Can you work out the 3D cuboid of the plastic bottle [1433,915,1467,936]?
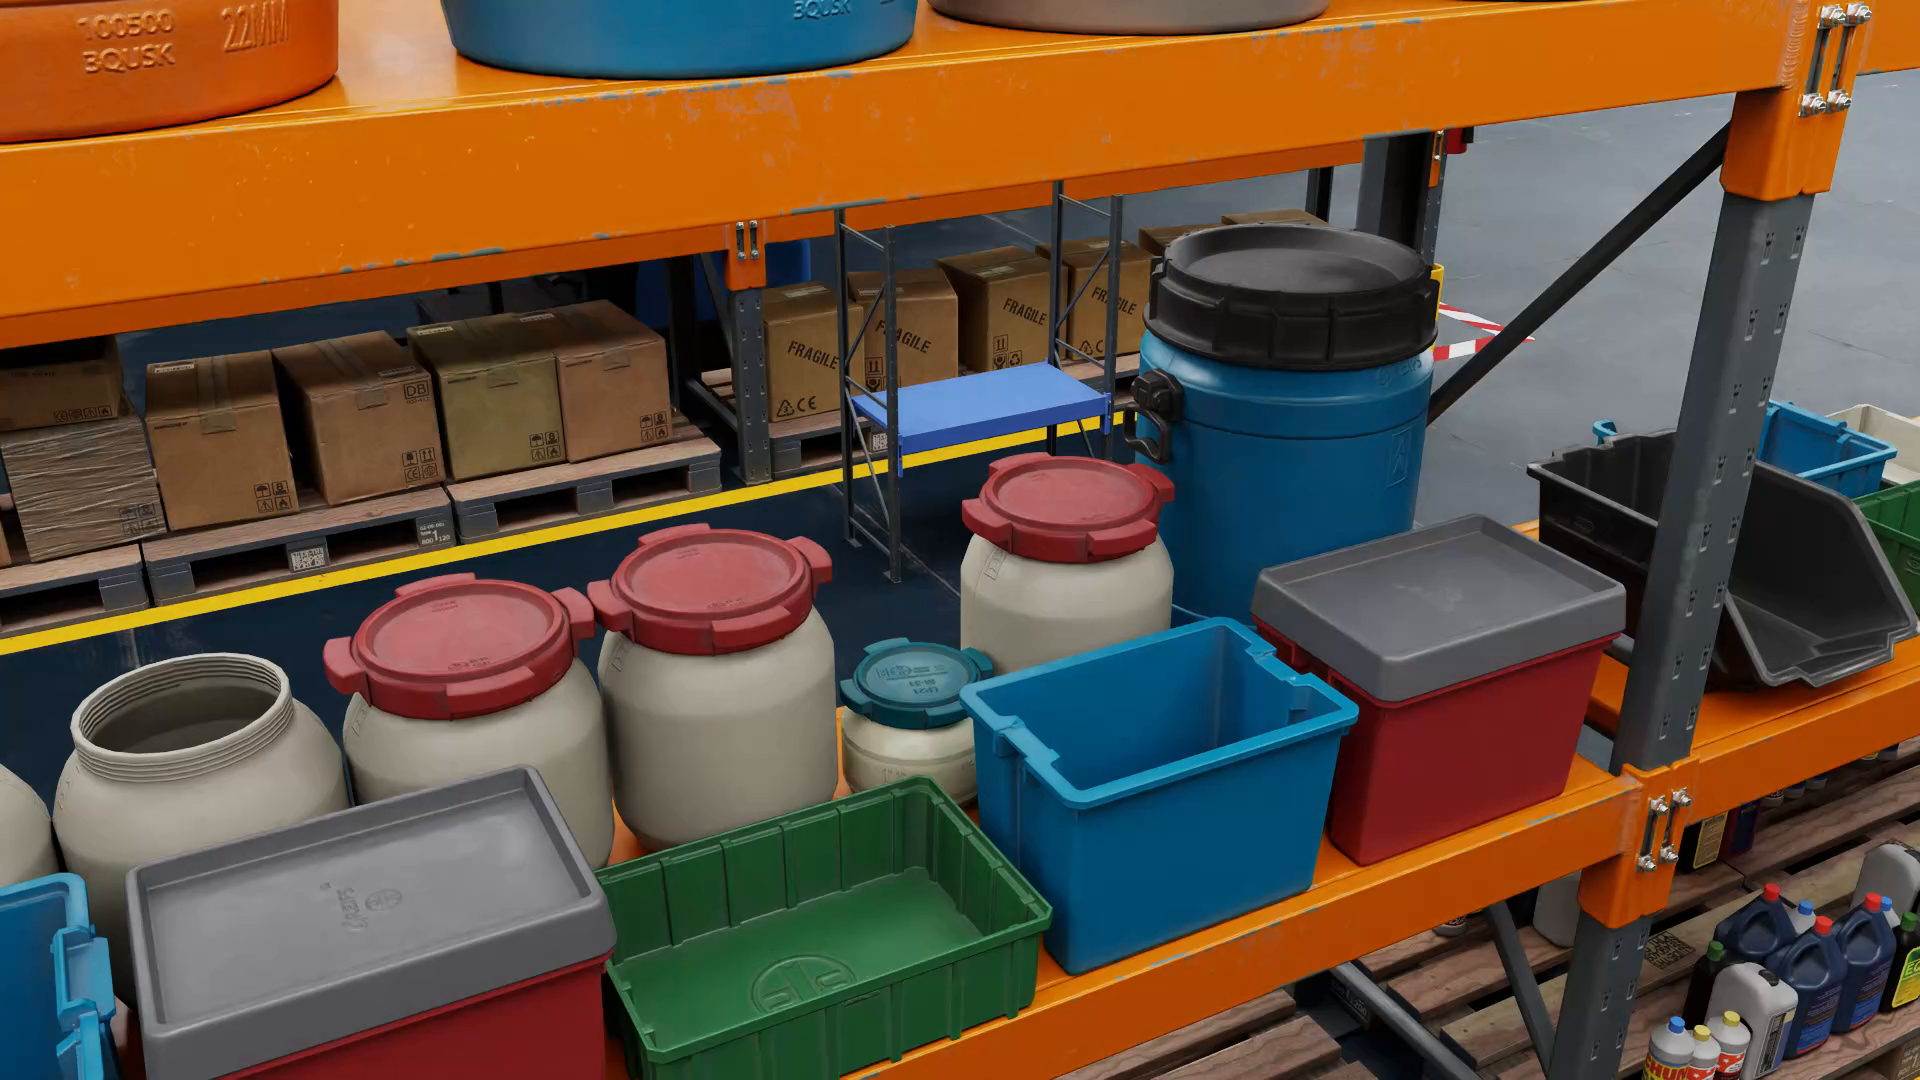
[{"bbox_3d":[1.333,0.962,4.505,0.097,0.201,0.097,0,26,0],"label":"plastic bottle"}]

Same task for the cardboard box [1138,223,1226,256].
[{"bbox_3d":[1.288,-1.421,9.147,0.500,0.500,0.500,-6,26,-12],"label":"cardboard box"}]

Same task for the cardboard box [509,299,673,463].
[{"bbox_3d":[-1.723,-0.754,7.735,0.500,0.500,0.700,-15,30,-29],"label":"cardboard box"}]

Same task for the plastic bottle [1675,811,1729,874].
[{"bbox_3d":[2.117,0.806,4.736,0.133,0.283,0.061,-13,29,-25],"label":"plastic bottle"}]

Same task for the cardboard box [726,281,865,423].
[{"bbox_3d":[-0.800,-0.928,8.121,0.500,0.500,0.500,-14,29,-27],"label":"cardboard box"}]

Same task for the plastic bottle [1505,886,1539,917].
[{"bbox_3d":[1.592,0.847,4.573,0.185,0.351,0.144,-14,29,-26],"label":"plastic bottle"}]

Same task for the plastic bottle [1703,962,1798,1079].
[{"bbox_3d":[1.919,1.148,4.032,0.135,0.276,0.152,-12,28,-23],"label":"plastic bottle"}]

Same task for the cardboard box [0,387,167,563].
[{"bbox_3d":[-3.636,-0.318,6.827,0.500,0.500,0.700,-16,30,-29],"label":"cardboard box"}]

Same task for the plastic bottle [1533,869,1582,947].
[{"bbox_3d":[1.660,0.902,4.459,0.185,0.351,0.144,-13,29,-25],"label":"plastic bottle"}]

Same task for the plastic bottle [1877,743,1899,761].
[{"bbox_3d":[2.942,0.559,5.264,0.097,0.271,0.097,0,26,0],"label":"plastic bottle"}]

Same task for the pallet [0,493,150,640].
[{"bbox_3d":[-4.011,0.114,6.770,1.213,0.211,1.003,-13,29,-25],"label":"pallet"}]

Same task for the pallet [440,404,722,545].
[{"bbox_3d":[-1.858,-0.383,7.805,1.213,0.211,1.003,-13,29,-25],"label":"pallet"}]

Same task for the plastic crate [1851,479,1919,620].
[{"bbox_3d":[2.490,0.019,3.990,0.662,0.188,0.450,-13,29,-25],"label":"plastic crate"}]

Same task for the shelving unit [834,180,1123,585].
[{"bbox_3d":[0.075,-0.693,6.962,1.048,1.500,0.538,-13,29,-25],"label":"shelving unit"}]

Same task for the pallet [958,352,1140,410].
[{"bbox_3d":[0.482,-0.943,8.970,1.213,0.211,1.003,-13,29,-25],"label":"pallet"}]

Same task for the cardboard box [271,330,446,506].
[{"bbox_3d":[-2.646,-0.550,7.310,0.500,0.500,0.700,-16,30,-29],"label":"cardboard box"}]

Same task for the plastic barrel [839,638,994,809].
[{"bbox_3d":[-0.081,0.365,3.183,0.301,0.262,0.301,0,26,0],"label":"plastic barrel"}]

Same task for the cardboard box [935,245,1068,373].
[{"bbox_3d":[0.213,-1.204,8.695,0.500,0.500,0.500,-16,30,-30],"label":"cardboard box"}]

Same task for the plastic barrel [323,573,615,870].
[{"bbox_3d":[-0.817,0.379,2.837,0.433,0.535,0.433,0,26,0],"label":"plastic barrel"}]

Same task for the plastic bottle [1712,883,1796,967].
[{"bbox_3d":[1.999,1.027,4.198,0.185,0.351,0.144,-13,29,-25],"label":"plastic bottle"}]

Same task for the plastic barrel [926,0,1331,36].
[{"bbox_3d":[0.236,-1.167,2.169,0.600,0.901,0.600,0,26,0],"label":"plastic barrel"}]

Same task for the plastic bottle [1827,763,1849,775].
[{"bbox_3d":[2.734,0.593,5.180,0.133,0.283,0.061,-12,28,-24],"label":"plastic bottle"}]

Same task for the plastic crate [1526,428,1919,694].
[{"bbox_3d":[1.681,0.062,3.727,0.504,0.338,0.767,-13,29,-25],"label":"plastic crate"}]

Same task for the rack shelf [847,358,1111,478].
[{"bbox_3d":[0.075,-0.531,7.039,1.000,0.185,0.538,-13,29,-25],"label":"rack shelf"}]

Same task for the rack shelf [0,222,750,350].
[{"bbox_3d":[-2.936,-1.068,6.840,4.000,0.370,1.077,-13,29,-25],"label":"rack shelf"}]

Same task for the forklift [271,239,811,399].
[{"bbox_3d":[-2.356,-2.244,8.537,3.031,2.935,1.130,-14,29,-26],"label":"forklift"}]

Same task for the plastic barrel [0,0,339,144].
[{"bbox_3d":[-0.966,-0.857,1.607,0.708,0.830,0.600,-13,29,-25],"label":"plastic barrel"}]

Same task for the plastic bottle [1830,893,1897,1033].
[{"bbox_3d":[2.233,1.043,4.163,0.185,0.351,0.144,-14,29,-27],"label":"plastic bottle"}]

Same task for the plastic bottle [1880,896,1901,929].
[{"bbox_3d":[2.346,1.035,4.273,0.097,0.271,0.097,0,26,0],"label":"plastic bottle"}]

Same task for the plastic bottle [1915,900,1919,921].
[{"bbox_3d":[2.608,0.957,4.344,0.185,0.351,0.144,-13,29,-25],"label":"plastic bottle"}]

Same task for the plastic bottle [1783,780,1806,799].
[{"bbox_3d":[2.552,0.649,5.076,0.097,0.271,0.097,0,26,0],"label":"plastic bottle"}]

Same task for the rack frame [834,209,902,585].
[{"bbox_3d":[-0.373,-0.590,6.746,0.032,1.500,0.500,-13,29,-25],"label":"rack frame"}]

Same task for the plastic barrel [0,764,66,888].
[{"bbox_3d":[-1.563,0.565,2.478,0.421,0.512,0.421,0,26,0],"label":"plastic barrel"}]

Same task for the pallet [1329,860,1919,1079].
[{"bbox_3d":[1.772,1.228,4.448,1.213,0.211,1.003,-13,29,-25],"label":"pallet"}]

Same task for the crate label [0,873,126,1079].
[{"bbox_3d":[-1.366,0.792,2.095,0.616,0.435,0.502,-13,29,-25],"label":"crate label"}]

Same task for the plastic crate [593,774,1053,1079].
[{"bbox_3d":[-0.245,0.650,2.675,0.662,0.188,0.450,-13,29,-25],"label":"plastic crate"}]

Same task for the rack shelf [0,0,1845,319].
[{"bbox_3d":[-0.605,-0.529,2.251,4.000,0.370,1.077,-13,29,-25],"label":"rack shelf"}]

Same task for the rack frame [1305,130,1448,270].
[{"bbox_3d":[2.358,-2.614,9.229,0.127,3.000,1.000,-13,29,-25],"label":"rack frame"}]

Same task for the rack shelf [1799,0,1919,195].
[{"bbox_3d":[2.924,-1.343,3.948,4.000,0.370,1.077,-13,29,-25],"label":"rack shelf"}]

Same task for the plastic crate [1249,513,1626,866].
[{"bbox_3d":[0.876,0.279,3.130,0.583,0.464,0.402,-13,29,-25],"label":"plastic crate"}]

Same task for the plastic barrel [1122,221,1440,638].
[{"bbox_3d":[0.676,-0.171,3.561,0.708,0.901,0.600,-13,29,-25],"label":"plastic barrel"}]

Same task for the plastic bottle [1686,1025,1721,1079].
[{"bbox_3d":[1.736,1.237,3.933,0.097,0.201,0.097,0,26,0],"label":"plastic bottle"}]

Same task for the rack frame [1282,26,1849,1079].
[{"bbox_3d":[1.159,0.092,3.593,0.127,3.000,1.000,-13,29,-25],"label":"rack frame"}]
